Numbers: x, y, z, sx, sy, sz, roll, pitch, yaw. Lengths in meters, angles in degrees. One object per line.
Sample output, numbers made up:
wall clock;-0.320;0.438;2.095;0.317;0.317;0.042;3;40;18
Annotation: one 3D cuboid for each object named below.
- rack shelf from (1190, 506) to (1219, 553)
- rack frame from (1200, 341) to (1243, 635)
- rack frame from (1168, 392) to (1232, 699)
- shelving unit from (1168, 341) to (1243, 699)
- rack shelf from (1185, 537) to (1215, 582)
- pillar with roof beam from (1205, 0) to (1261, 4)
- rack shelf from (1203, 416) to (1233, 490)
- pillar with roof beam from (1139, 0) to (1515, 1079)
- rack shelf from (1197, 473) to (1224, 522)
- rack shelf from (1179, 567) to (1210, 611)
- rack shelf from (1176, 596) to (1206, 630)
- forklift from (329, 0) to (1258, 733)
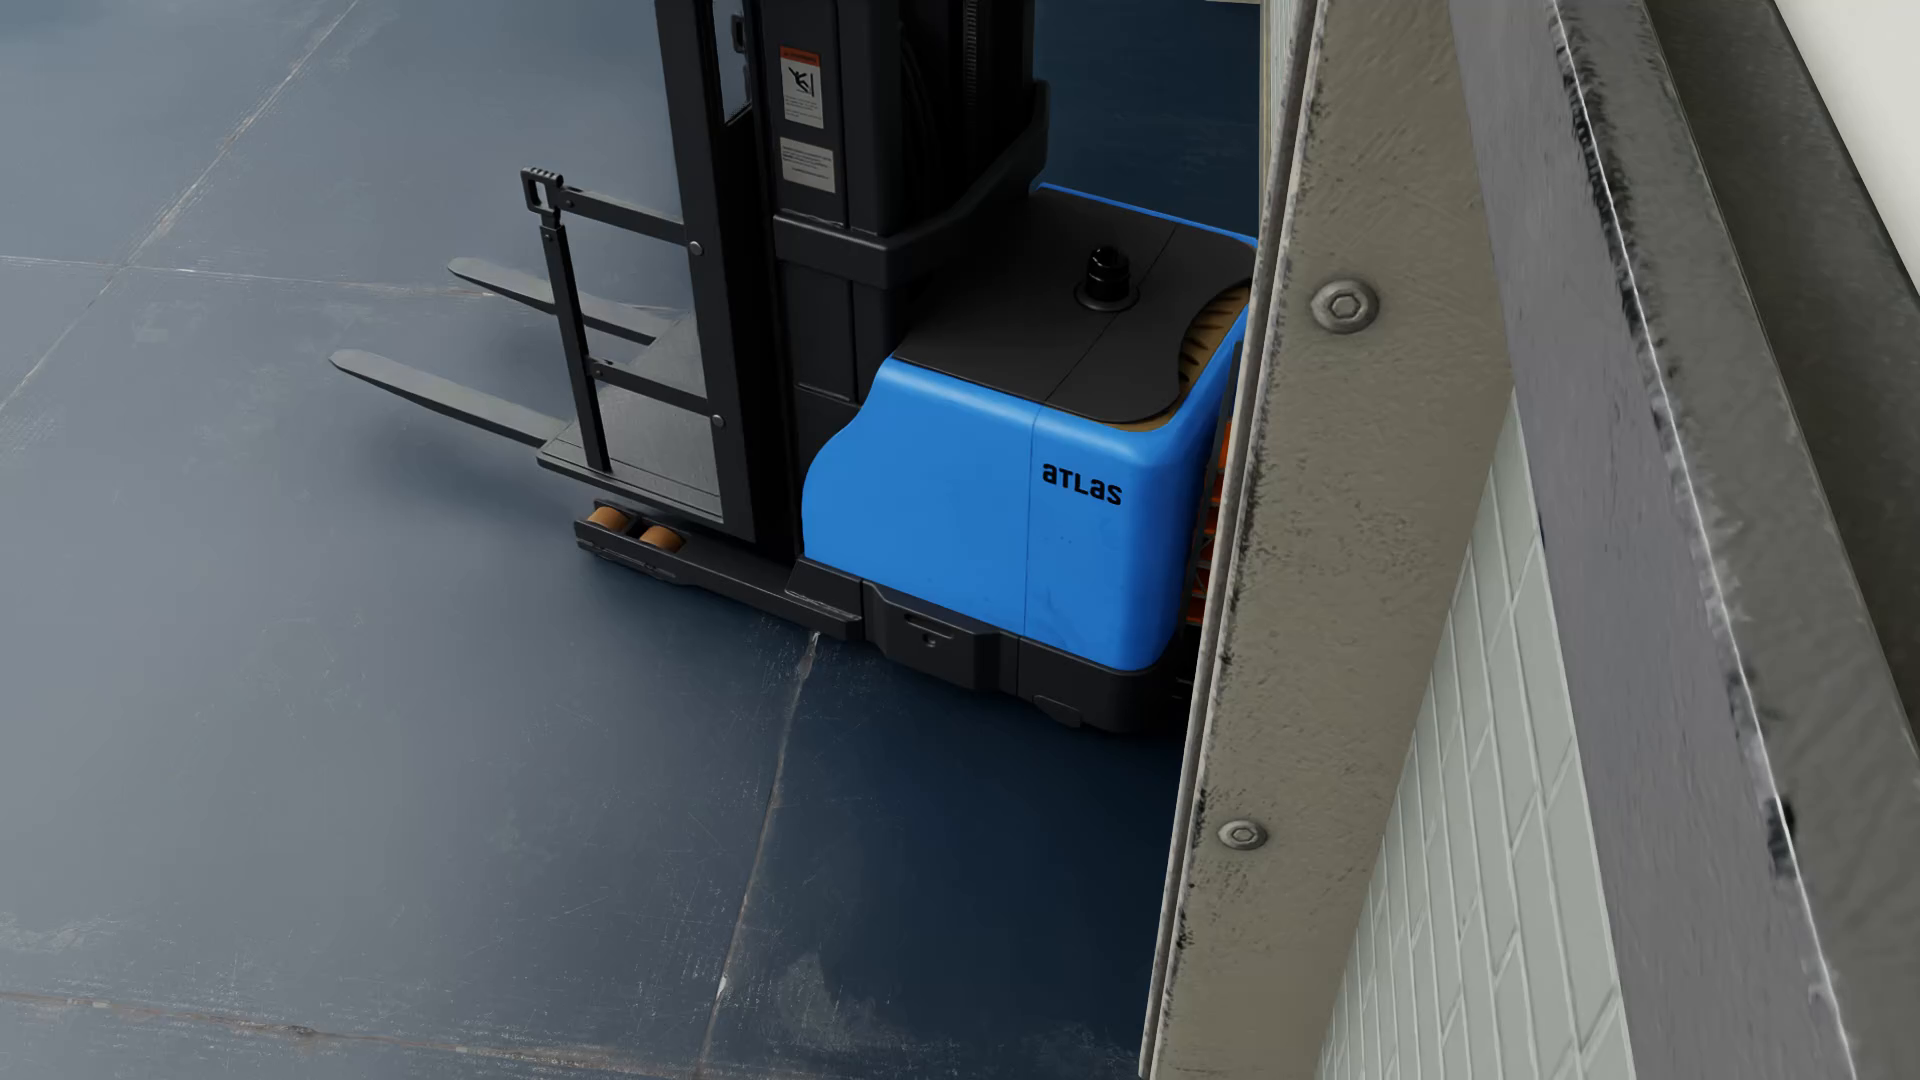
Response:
rack shelf;0.739;-0.040;4.291;0.258;0.103;0.180;12;50;9
rack frame;0.760;-0.058;4.406;0.240;1.200;0.006;12;50;9
rack frame;0.713;0.076;4.290;0.240;1.200;0.006;12;50;9
shelving unit;0.737;0.009;4.348;0.258;1.200;0.189;12;50;9
rack shelf;0.736;0.038;4.382;0.258;0.103;0.180;12;50;9
pillar with roof beam;-2.919;-6.372;5.435;9.100;9.000;0.400;5;44;6
rack shelf;0.744;-0.197;4.109;0.258;0.103;0.180;12;50;9
pillar with roof beam;-3.712;-2.283;1.116;9.100;9.000;0.400;5;44;6
rack shelf;0.741;-0.119;4.200;0.258;0.103;0.180;12;50;9
rack shelf;0.733;0.117;4.472;0.258;0.103;0.180;12;50;9
rack shelf;0.730;0.195;4.563;0.258;0.103;0.180;12;50;9
forklift;-0.616;-1.245;4.433;3.031;2.935;1.130;19;47;19
